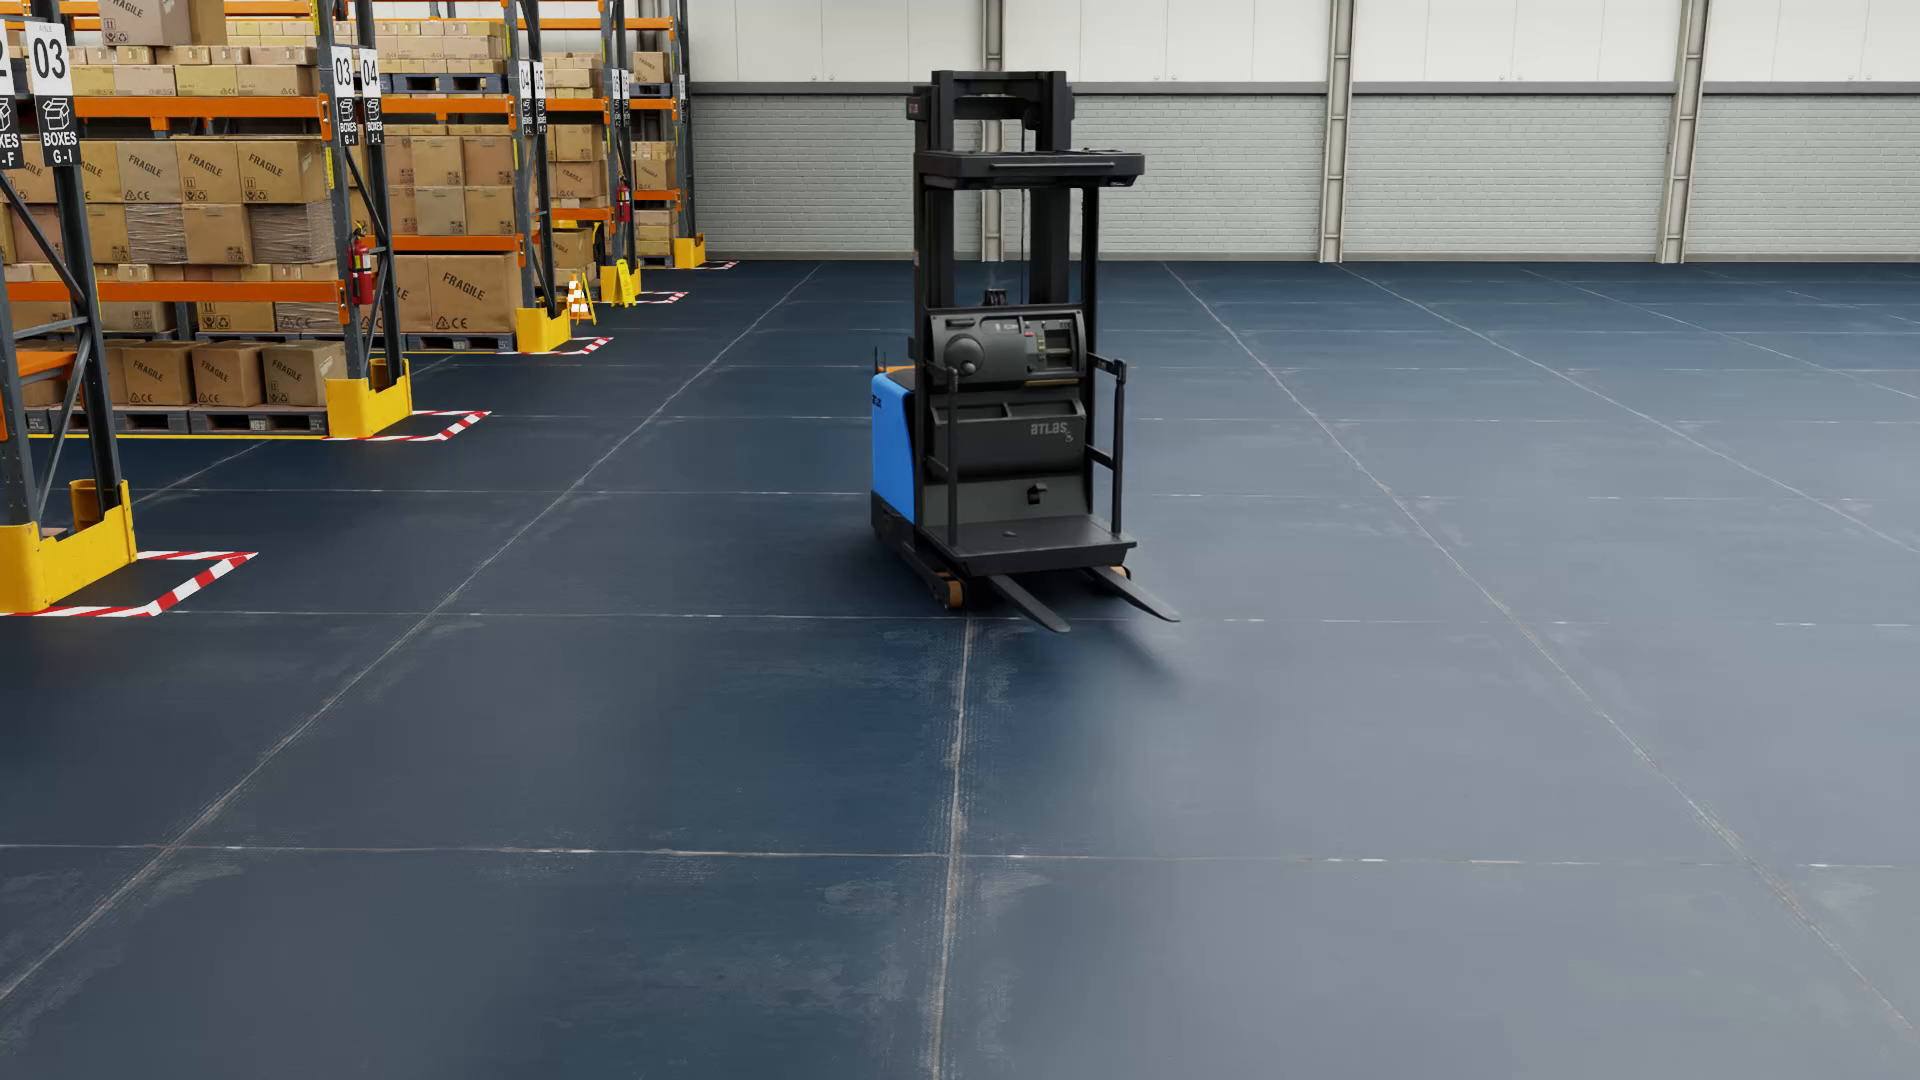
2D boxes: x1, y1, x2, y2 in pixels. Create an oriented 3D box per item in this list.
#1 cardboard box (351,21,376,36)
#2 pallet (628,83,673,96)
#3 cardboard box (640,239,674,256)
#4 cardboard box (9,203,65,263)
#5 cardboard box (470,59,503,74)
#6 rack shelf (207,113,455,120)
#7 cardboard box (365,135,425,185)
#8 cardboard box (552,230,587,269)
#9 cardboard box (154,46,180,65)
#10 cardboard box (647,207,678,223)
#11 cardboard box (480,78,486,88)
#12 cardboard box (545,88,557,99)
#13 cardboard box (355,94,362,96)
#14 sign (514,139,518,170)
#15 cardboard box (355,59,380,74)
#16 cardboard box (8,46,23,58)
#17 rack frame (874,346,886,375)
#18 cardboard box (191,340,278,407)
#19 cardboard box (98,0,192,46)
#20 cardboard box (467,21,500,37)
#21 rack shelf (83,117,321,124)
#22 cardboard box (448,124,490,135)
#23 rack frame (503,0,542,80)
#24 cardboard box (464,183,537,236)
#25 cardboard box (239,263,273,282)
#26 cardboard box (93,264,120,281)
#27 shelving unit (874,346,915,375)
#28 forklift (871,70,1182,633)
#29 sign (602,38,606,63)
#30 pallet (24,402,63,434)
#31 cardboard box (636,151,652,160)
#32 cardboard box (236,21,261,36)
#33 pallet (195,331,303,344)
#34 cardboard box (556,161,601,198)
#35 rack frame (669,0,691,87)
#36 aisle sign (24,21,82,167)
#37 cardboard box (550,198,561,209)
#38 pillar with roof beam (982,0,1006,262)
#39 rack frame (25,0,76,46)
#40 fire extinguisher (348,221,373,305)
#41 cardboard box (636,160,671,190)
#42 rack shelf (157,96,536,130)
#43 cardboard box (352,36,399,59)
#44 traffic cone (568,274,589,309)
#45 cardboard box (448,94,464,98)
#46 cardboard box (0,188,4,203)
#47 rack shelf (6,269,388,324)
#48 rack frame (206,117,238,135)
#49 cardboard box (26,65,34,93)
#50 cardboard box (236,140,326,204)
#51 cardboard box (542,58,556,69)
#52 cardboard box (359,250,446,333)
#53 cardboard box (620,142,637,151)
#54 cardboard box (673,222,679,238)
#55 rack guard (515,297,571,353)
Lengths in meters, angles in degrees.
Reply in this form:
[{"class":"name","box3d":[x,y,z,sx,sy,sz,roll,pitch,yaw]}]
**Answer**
[{"class":"cardboard box","box3d":[-6.502,-5.620,18.293,0.250,0.149,0.380,0,15,1]},{"class":"pallet","box3d":[-5.443,-7.678,28.356,1.213,0.211,1.003,0,15,1]},{"class":"cardboard box","box3d":[-5.214,-5.055,28.688,0.500,0.250,0.500,0,15,2]},{"class":"cardboard box","box3d":[-7.662,-2.676,14.323,0.500,0.500,0.875,0,15,1]},{"class":"cardboard box","box3d":[-5.226,-5.226,18.363,0.250,0.149,0.380,0,15,1]},{"class":"rack shelf","box3d":[-10.735,-7.401,28.542,4.000,0.370,1.077,0,15,1]},{"class":"cardboard box","box3d":[-6.364,-4.356,19.059,0.550,0.550,0.875,0,15,1]},{"class":"cardboard box","box3d":[-5.667,-4.168,23.856,0.500,0.500,0.500,0,15,2]},{"class":"cardboard box","box3d":[-6.428,-3.993,13.729,0.250,0.149,0.380,1,15,2]},{"class":"cardboard box","box3d":[-5.212,-5.668,29.049,0.500,0.250,0.500,0,15,1]},{"class":"cardboard box","box3d":[-6.400,-6.455,23.259,0.500,0.250,0.500,1,15,3]},{"class":"cardboard box","box3d":[-5.738,-6.257,23.288,0.250,0.149,0.380,1,15,3]},{"class":"cardboard box","box3d":[-8.293,-6.267,23.327,0.250,0.149,0.380,0,15,1]},{"class":"sign","box3d":[-4.913,-4.267,18.397,0.005,0.325,0.100,0,15,1]},{"class":"cardboard box","box3d":[-6.496,-5.235,18.395,0.250,0.149,0.380,0,15,2]},{"class":"cardboard box","box3d":[-7.746,-3.976,13.663,0.250,0.149,0.380,0,15,0]},{"class":"rack frame","box3d":[-0.523,-0.674,11.043,0.015,1.200,0.240,-5,16,-18]},{"class":"cardboard box","box3d":[-6.335,-1.464,14.586,0.500,0.500,0.500,4,15,16]},{"class":"cardboard box","box3d":[-6.669,-4.296,13.604,0.500,0.500,0.500,0,15,1]},{"class":"cardboard box","box3d":[-5.231,-5.612,18.261,0.250,0.149,0.380,1,15,2]},{"class":"rack shelf","box3d":[-10.858,-6.135,23.744,4.000,0.370,1.077,0,15,1]},{"class":"cardboard box","box3d":[-6.889,-5.638,23.589,0.500,0.500,0.700,0,15,1]},{"class":"rack frame","box3d":[-4.885,-6.631,18.334,0.127,3.000,1.000,0,15,1]},{"class":"cardboard box","box3d":[-5.257,-3.794,19.046,0.550,0.550,0.875,0,15,1]},{"class":"cardboard box","box3d":[-5.904,-2.284,14.110,0.250,0.149,0.380,0,15,1]},{"class":"cardboard box","box3d":[-7.153,-2.296,14.156,0.250,0.149,0.380,0,15,1]},{"class":"shelving unit","box3d":[-0.291,-0.694,11.117,0.503,1.200,0.258,-5,16,-18]},{"class":"forklift","box3d":[0.348,-1.138,9.409,1.130,2.935,3.031,-5,15,-17]},{"class":"sign","box3d":[-4.894,-6.731,22.855,0.005,0.325,0.100,0,15,1]},{"class":"pallet","box3d":[-8.439,-1.149,14.780,1.213,0.211,1.003,0,15,1]},{"class":"cardboard box","box3d":[-5.347,-6.546,28.304,0.250,0.149,0.380,1,15,2]},{"class":"cardboard box","box3d":[-7.767,-5.629,18.324,0.250,0.149,0.380,0,15,1]},{"class":"pallet","box3d":[-8.126,-2.383,19.460,1.213,0.211,1.003,0,15,1]},{"class":"cardboard box","box3d":[-5.409,-5.119,23.583,0.500,0.500,0.500,0,15,0]},{"class":"rack frame","box3d":[-4.737,-9.160,27.919,0.127,3.000,1.000,0,15,1]},{"class":"aisle sign","box3d":[-5.160,-2.534,9.470,0.004,0.787,0.394,0,15,1]},{"class":"cardboard box","box3d":[-5.751,-4.800,23.647,0.250,0.149,0.380,0,15,0]},{"class":"pillar with roof beam","box3d":[0.478,-8.257,24.498,0.400,9.000,9.100,0,15,1]},{"class":"rack frame","box3d":[-12.857,-7.946,23.319,0.127,3.000,1.000,0,15,1]},{"class":"fire extinguisher","box3d":[-5.010,-2.311,13.869,0.183,0.674,0.296,0,15,1]},{"class":"cardboard box","box3d":[-5.235,-6.244,28.430,0.500,0.500,0.500,0,15,0]},{"class":"rack shelf","box3d":[-6.884,-4.846,18.858,4.000,0.370,1.077,0,15,1]},{"class":"cardboard box","box3d":[-6.383,-5.442,18.400,0.500,0.250,0.500,0,15,1]},{"class":"traffic cone","box3d":[-5.323,-3.441,22.974,0.334,0.463,0.336,0,15,1]},{"class":"cardboard box","box3d":[-7.009,-6.274,23.351,0.250,0.149,0.380,0,15,2]},{"class":"cardboard box","box3d":[-8.168,-3.097,13.960,0.500,0.500,0.500,0,15,1]},{"class":"rack shelf","box3d":[-7.112,-2.131,14.449,4.000,0.370,1.077,0,15,1]},{"class":"rack frame","box3d":[-12.734,-6.311,28.882,0.127,3.000,1.000,0,15,1]},{"class":"cardboard box","box3d":[-7.643,-3.794,13.753,0.500,0.250,0.500,0,15,-1]},{"class":"cardboard box","box3d":[-5.669,-3.082,13.904,0.500,0.500,0.500,0,15,1]},{"class":"cardboard box","box3d":[-5.718,-6.643,23.189,0.250,0.149,0.380,0,15,1]},{"class":"cardboard box","box3d":[-6.444,-2.899,19.289,0.875,0.875,0.875,0,15,1]},{"class":"cardboard box","box3d":[-5.610,-6.702,28.313,0.250,0.149,0.380,1,15,3]},{"class":"cardboard box","box3d":[-5.201,-5.431,29.130,0.500,0.250,0.500,1,15,2]},{"class":"rack guard","box3d":[-4.861,-2.522,19.418,0.348,0.500,1.175,0,15,1]}]
